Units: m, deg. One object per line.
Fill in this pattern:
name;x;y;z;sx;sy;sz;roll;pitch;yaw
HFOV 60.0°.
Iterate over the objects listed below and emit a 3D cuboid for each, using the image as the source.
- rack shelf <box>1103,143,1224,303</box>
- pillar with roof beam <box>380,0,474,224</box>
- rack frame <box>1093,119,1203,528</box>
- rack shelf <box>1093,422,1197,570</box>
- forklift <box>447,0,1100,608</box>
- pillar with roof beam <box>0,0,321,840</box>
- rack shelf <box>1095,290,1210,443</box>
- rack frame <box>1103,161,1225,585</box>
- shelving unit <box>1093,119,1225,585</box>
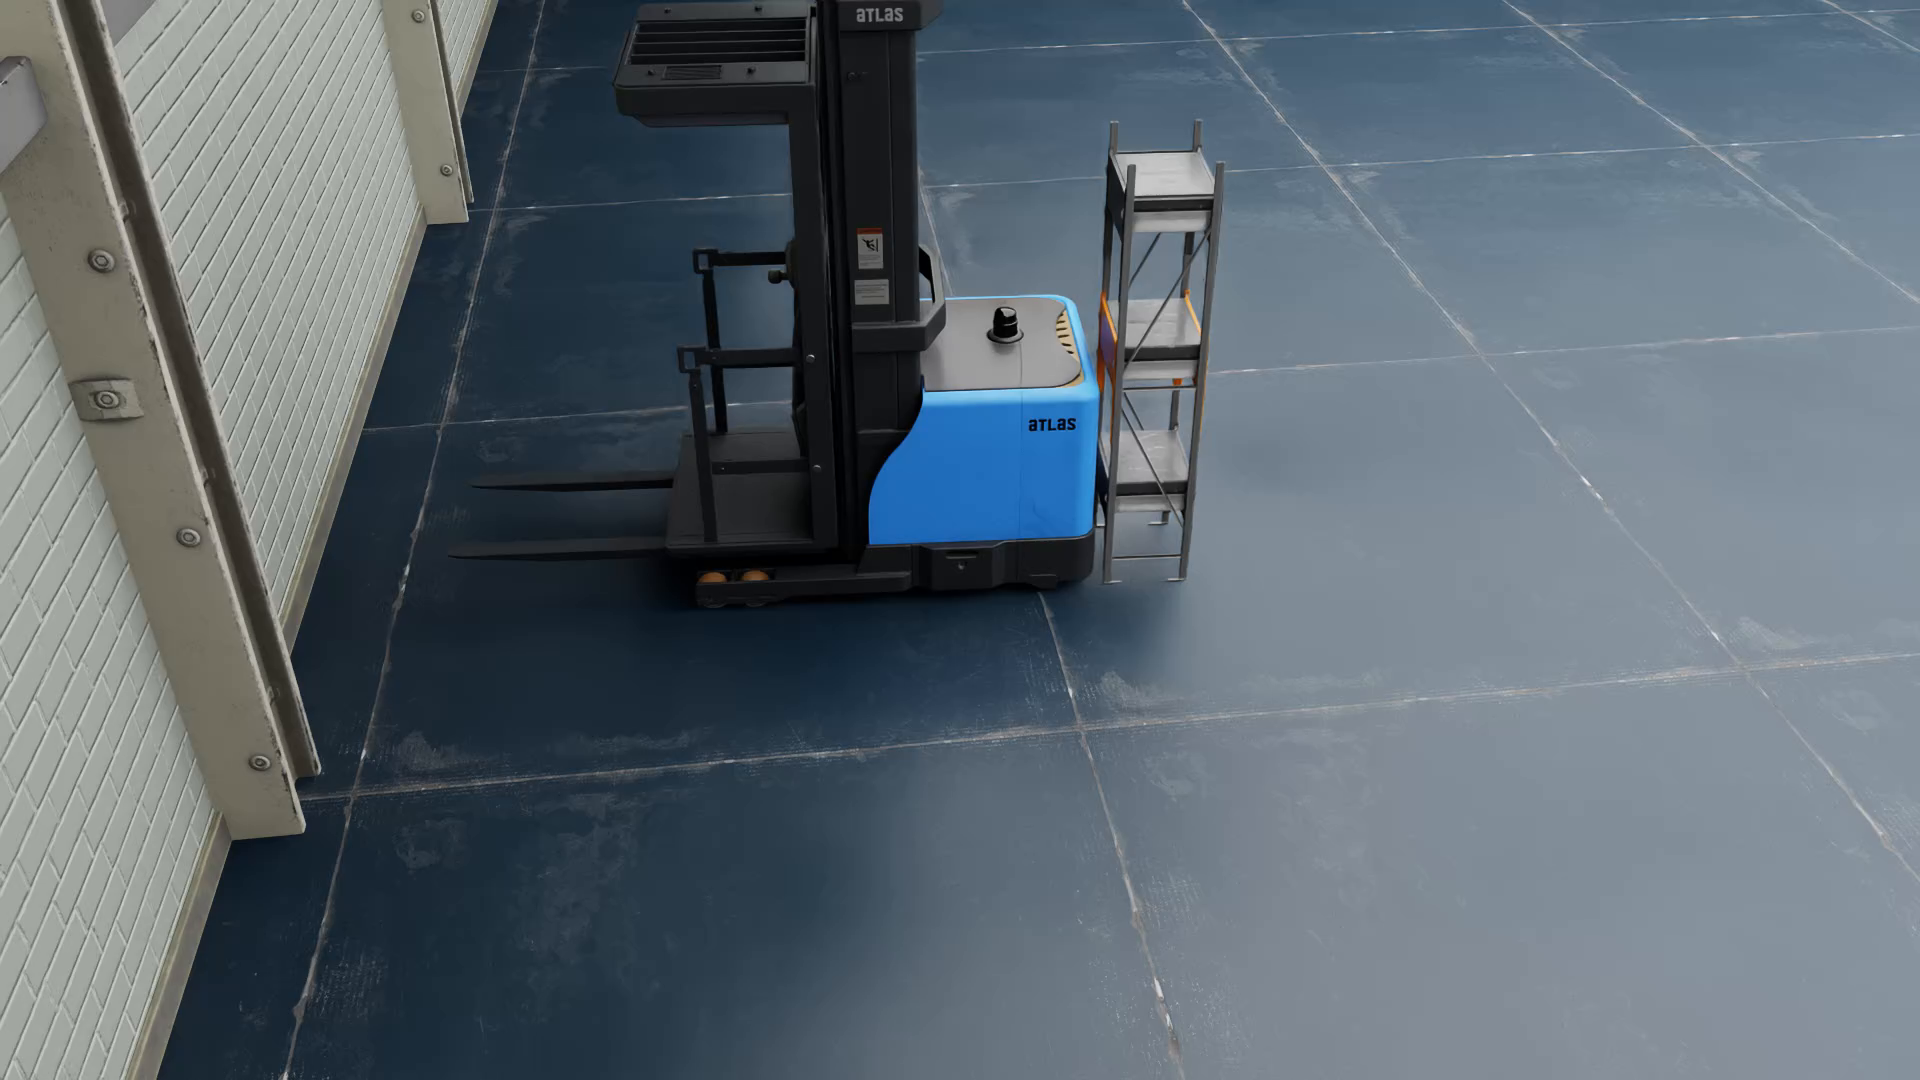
rack shelf;0.865;-1.371;7.179;0.431;0.518;0.480;-2;34;-3
pillar with roof beam;0.692;-6.336;9.556;9.100;9.000;0.400;-4;35;-6
rack frame;0.849;-0.941;7.766;0.400;2.100;0.015;-2;34;-3
rack shelf;0.865;-0.214;7.967;0.431;0.518;0.480;-2;34;-3
forklift;-0.906;-1.201;7.410;3.031;2.935;1.130;-2;34;-3
pillar with roof beam;1.499;-2.987;4.643;9.100;9.000;0.400;-4;35;-6
rack shelf;0.865;-0.793;7.573;0.431;0.518;0.480;-2;34;-3
rack frame;0.882;-0.667;7.364;0.400;2.100;0.015;-2;34;-3
shelving unit;0.865;-0.804;7.565;0.431;2.100;0.503;-2;34;-3
